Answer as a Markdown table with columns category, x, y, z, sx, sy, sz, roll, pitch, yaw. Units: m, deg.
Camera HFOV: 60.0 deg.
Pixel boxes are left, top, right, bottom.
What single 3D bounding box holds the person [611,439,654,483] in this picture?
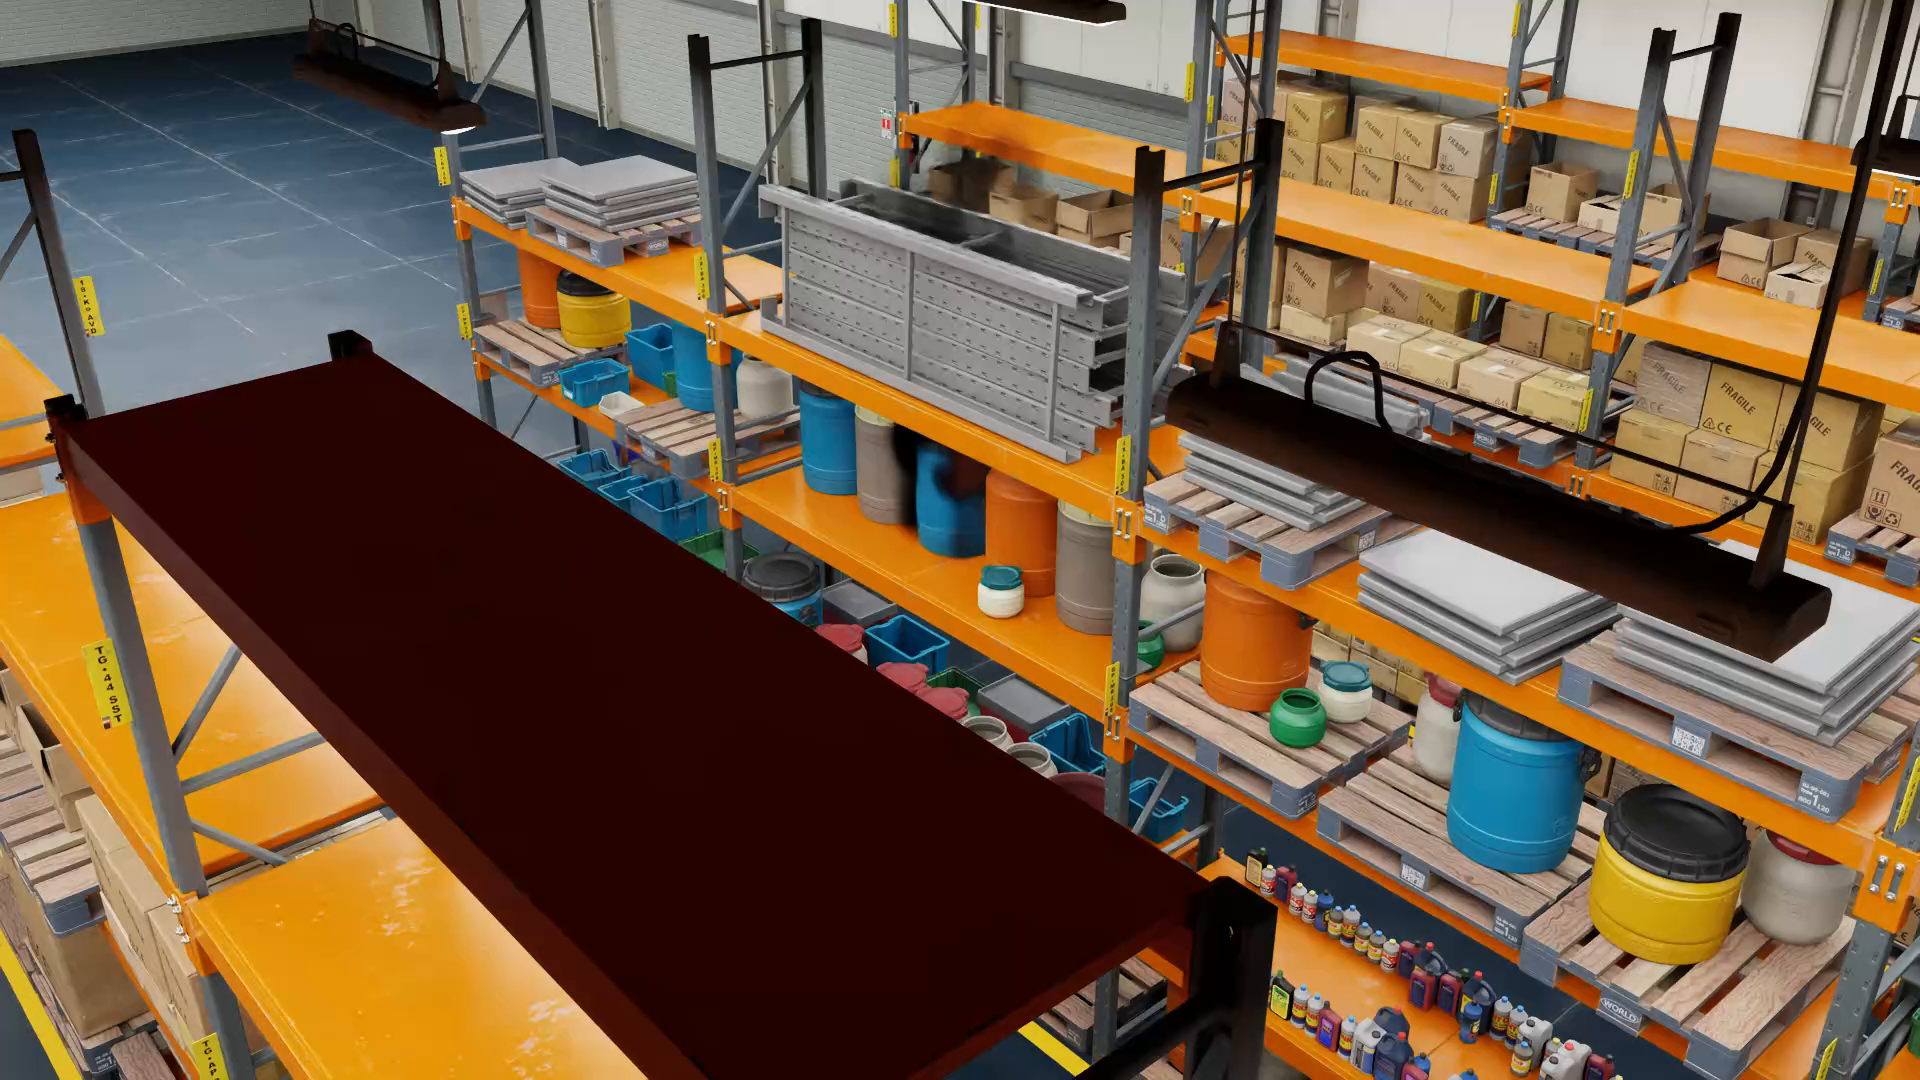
| category | x | y | z | sx | sy | sz | roll | pitch | yaw |
| --- | --- | --- | --- | --- | --- | --- | --- | --- | --- |
| person | -3.348 | -0.660 | 17.092 | 0.774 | 1.673 | 0.599 | 19 | 32 | 32 |
